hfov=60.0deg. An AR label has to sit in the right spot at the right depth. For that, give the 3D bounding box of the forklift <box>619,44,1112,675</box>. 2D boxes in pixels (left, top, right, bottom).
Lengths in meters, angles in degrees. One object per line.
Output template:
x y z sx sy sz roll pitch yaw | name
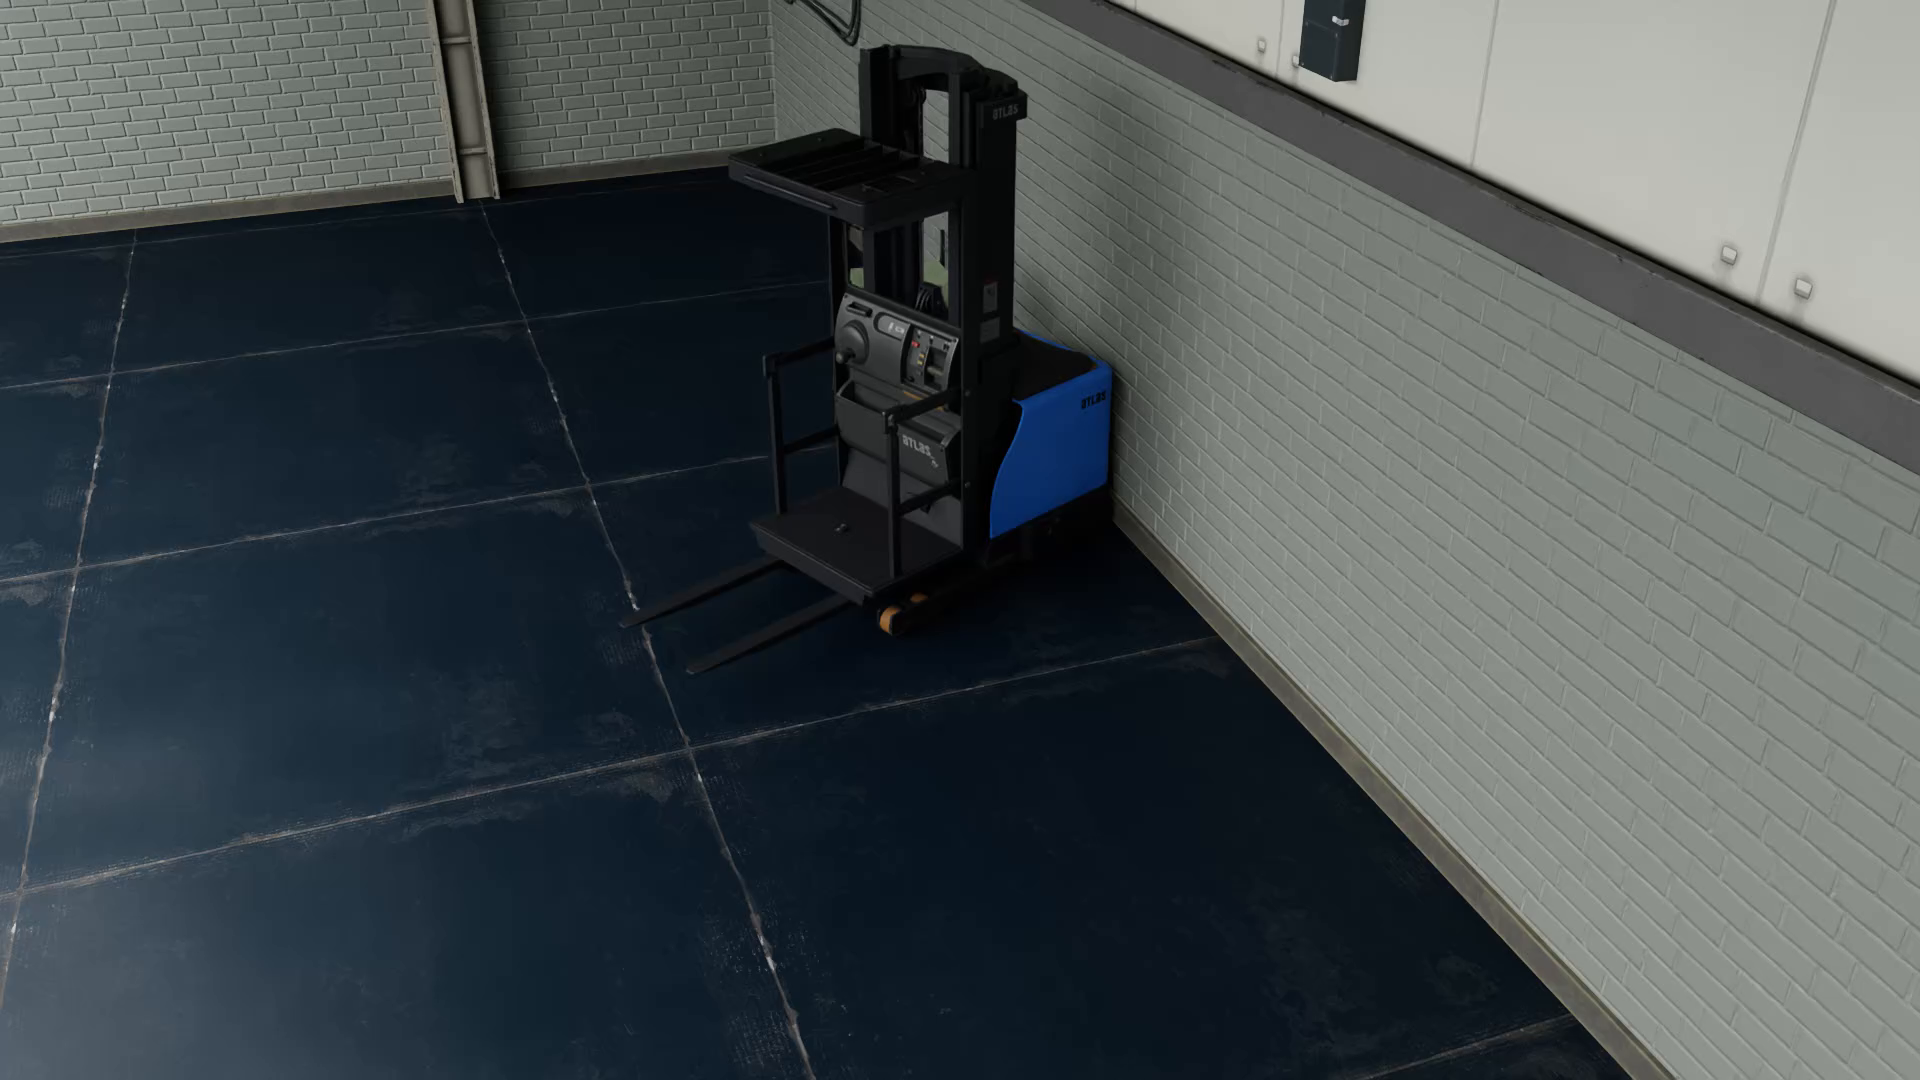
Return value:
-0.501 -1.035 8.957 3.031 2.935 1.130 -25 38 -37 | forklift

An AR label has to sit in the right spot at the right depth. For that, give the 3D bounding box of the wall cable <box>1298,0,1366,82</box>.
1.917 -4.157 4.872 0.169 6.003 2.305 -10 31 -18 | wall cable

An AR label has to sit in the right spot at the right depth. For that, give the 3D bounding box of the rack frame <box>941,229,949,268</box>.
-0.058 -1.218 10.724 0.023 1.500 0.400 -8 31 -14 | rack frame

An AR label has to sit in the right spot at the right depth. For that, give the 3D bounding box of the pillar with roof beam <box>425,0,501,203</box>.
-3.099 -5.195 10.128 0.400 9.000 9.100 -10 31 -18 | pillar with roof beam

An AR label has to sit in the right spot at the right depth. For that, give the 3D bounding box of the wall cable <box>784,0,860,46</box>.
-1.378 -5.738 14.218 0.112 2.526 3.097 -10 31 -18 | wall cable

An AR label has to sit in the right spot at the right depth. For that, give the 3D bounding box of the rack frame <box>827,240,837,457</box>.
-0.762 -1.121 10.552 0.023 1.500 0.400 -8 31 -14 | rack frame

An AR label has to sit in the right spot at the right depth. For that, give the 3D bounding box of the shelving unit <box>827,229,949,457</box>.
-0.410 -1.170 10.638 0.755 1.500 0.431 -8 31 -14 | shelving unit

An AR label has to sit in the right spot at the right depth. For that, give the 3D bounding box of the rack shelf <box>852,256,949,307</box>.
-0.410 -1.509 10.445 0.720 0.370 0.431 -8 31 -14 | rack shelf
